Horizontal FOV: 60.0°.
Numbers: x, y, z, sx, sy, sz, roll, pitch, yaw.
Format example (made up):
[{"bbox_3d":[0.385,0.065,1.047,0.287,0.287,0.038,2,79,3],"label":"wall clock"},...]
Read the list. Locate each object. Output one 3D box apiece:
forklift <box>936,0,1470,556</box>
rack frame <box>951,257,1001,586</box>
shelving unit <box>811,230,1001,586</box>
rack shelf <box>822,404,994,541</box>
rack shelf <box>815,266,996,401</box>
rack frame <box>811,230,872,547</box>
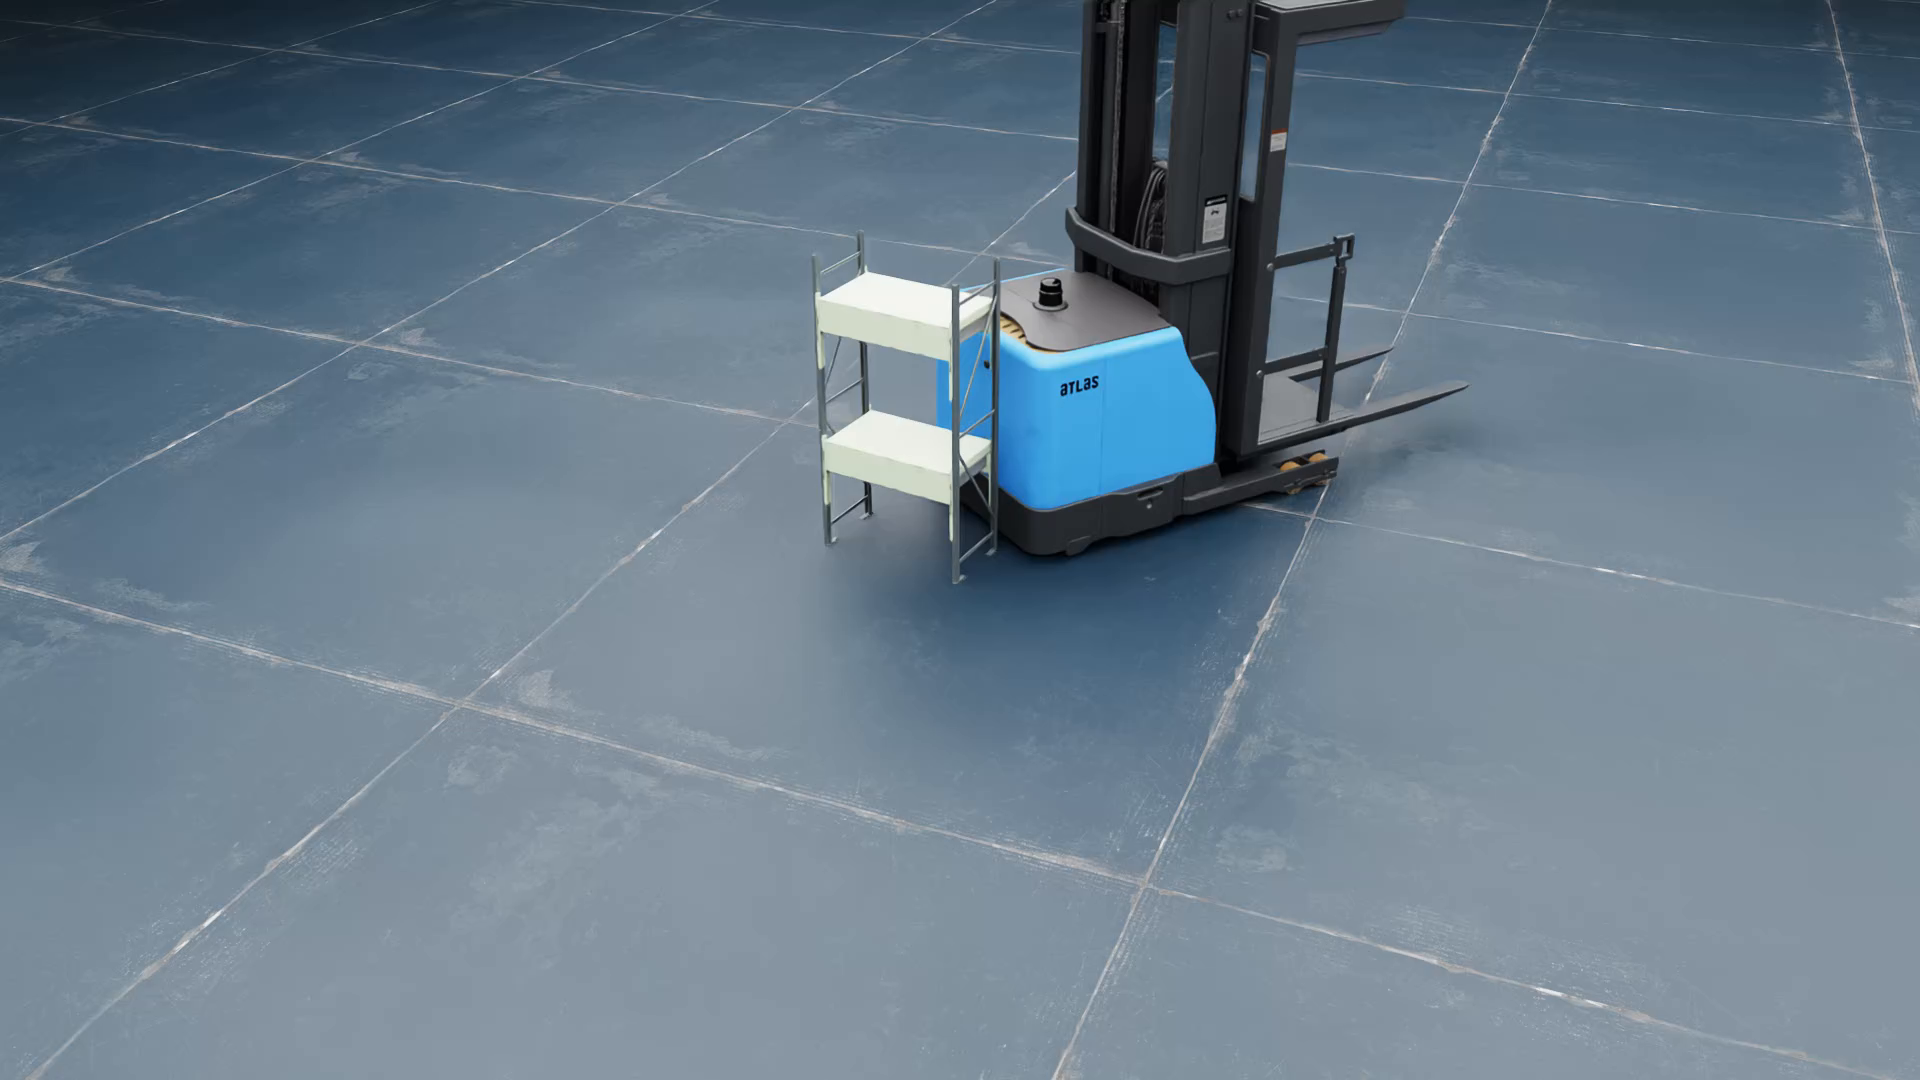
[{"bbox_3d":[1.397,-1.722,8.317,3.031,2.935,1.130,-16,33,-26],"label":"forklift"},{"bbox_3d":[0.073,-0.524,7.654,0.023,1.500,0.400,16,33,26],"label":"rack frame"},{"bbox_3d":[-0.242,-0.616,7.815,0.755,1.500,0.431,16,33,26],"label":"shelving unit"},{"bbox_3d":[-0.242,-0.332,7.976,0.720,0.370,0.431,16,33,26],"label":"rack shelf"},{"bbox_3d":[-0.242,-0.955,7.623,0.720,0.370,0.431,16,33,26],"label":"rack shelf"},{"bbox_3d":[-0.558,-0.707,7.977,0.023,1.500,0.400,16,33,26],"label":"rack frame"}]
